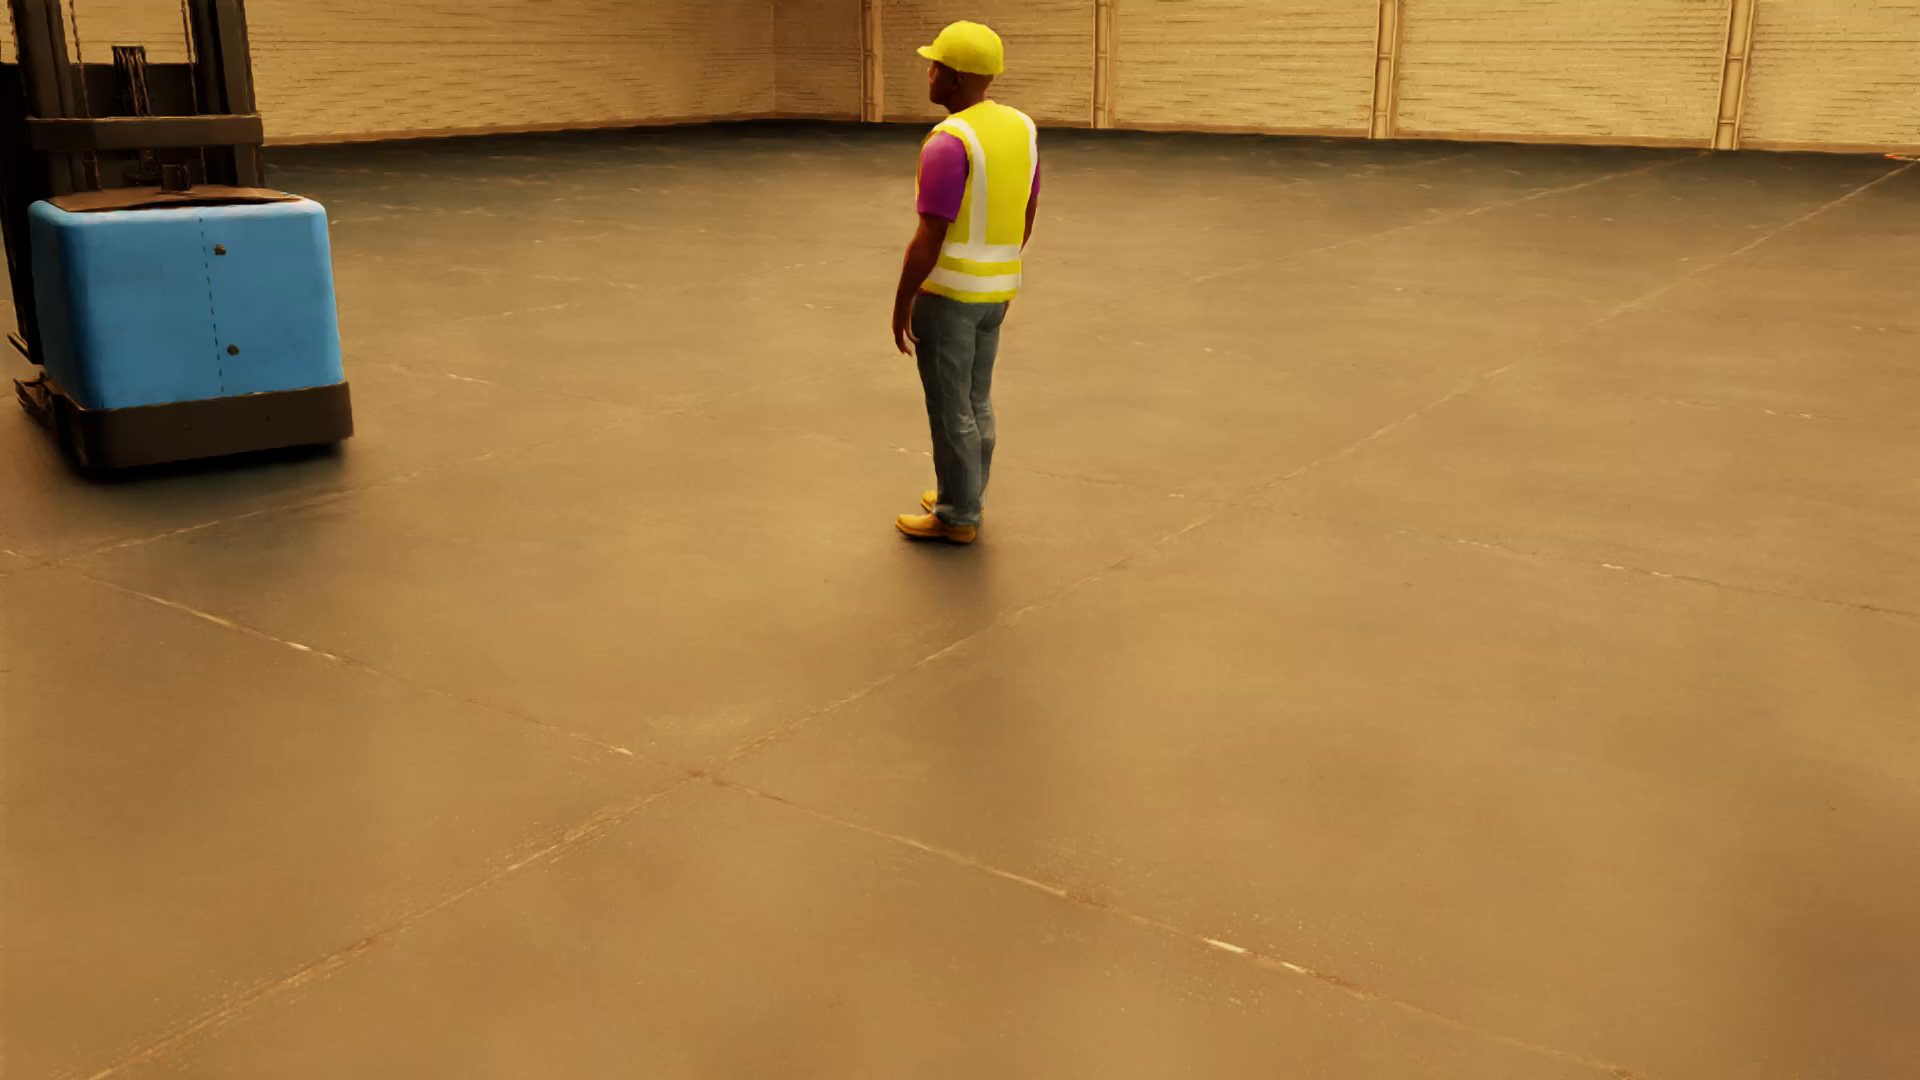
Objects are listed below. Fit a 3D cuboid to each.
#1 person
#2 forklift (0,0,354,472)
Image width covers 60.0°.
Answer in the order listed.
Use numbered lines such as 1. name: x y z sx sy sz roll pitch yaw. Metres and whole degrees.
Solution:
1. person: -0.054 -0.866 5.735 0.576 1.766 0.665 11 20 33
2. forklift: -3.898 -2.045 7.673 1.130 2.935 3.031 -12 20 -34
